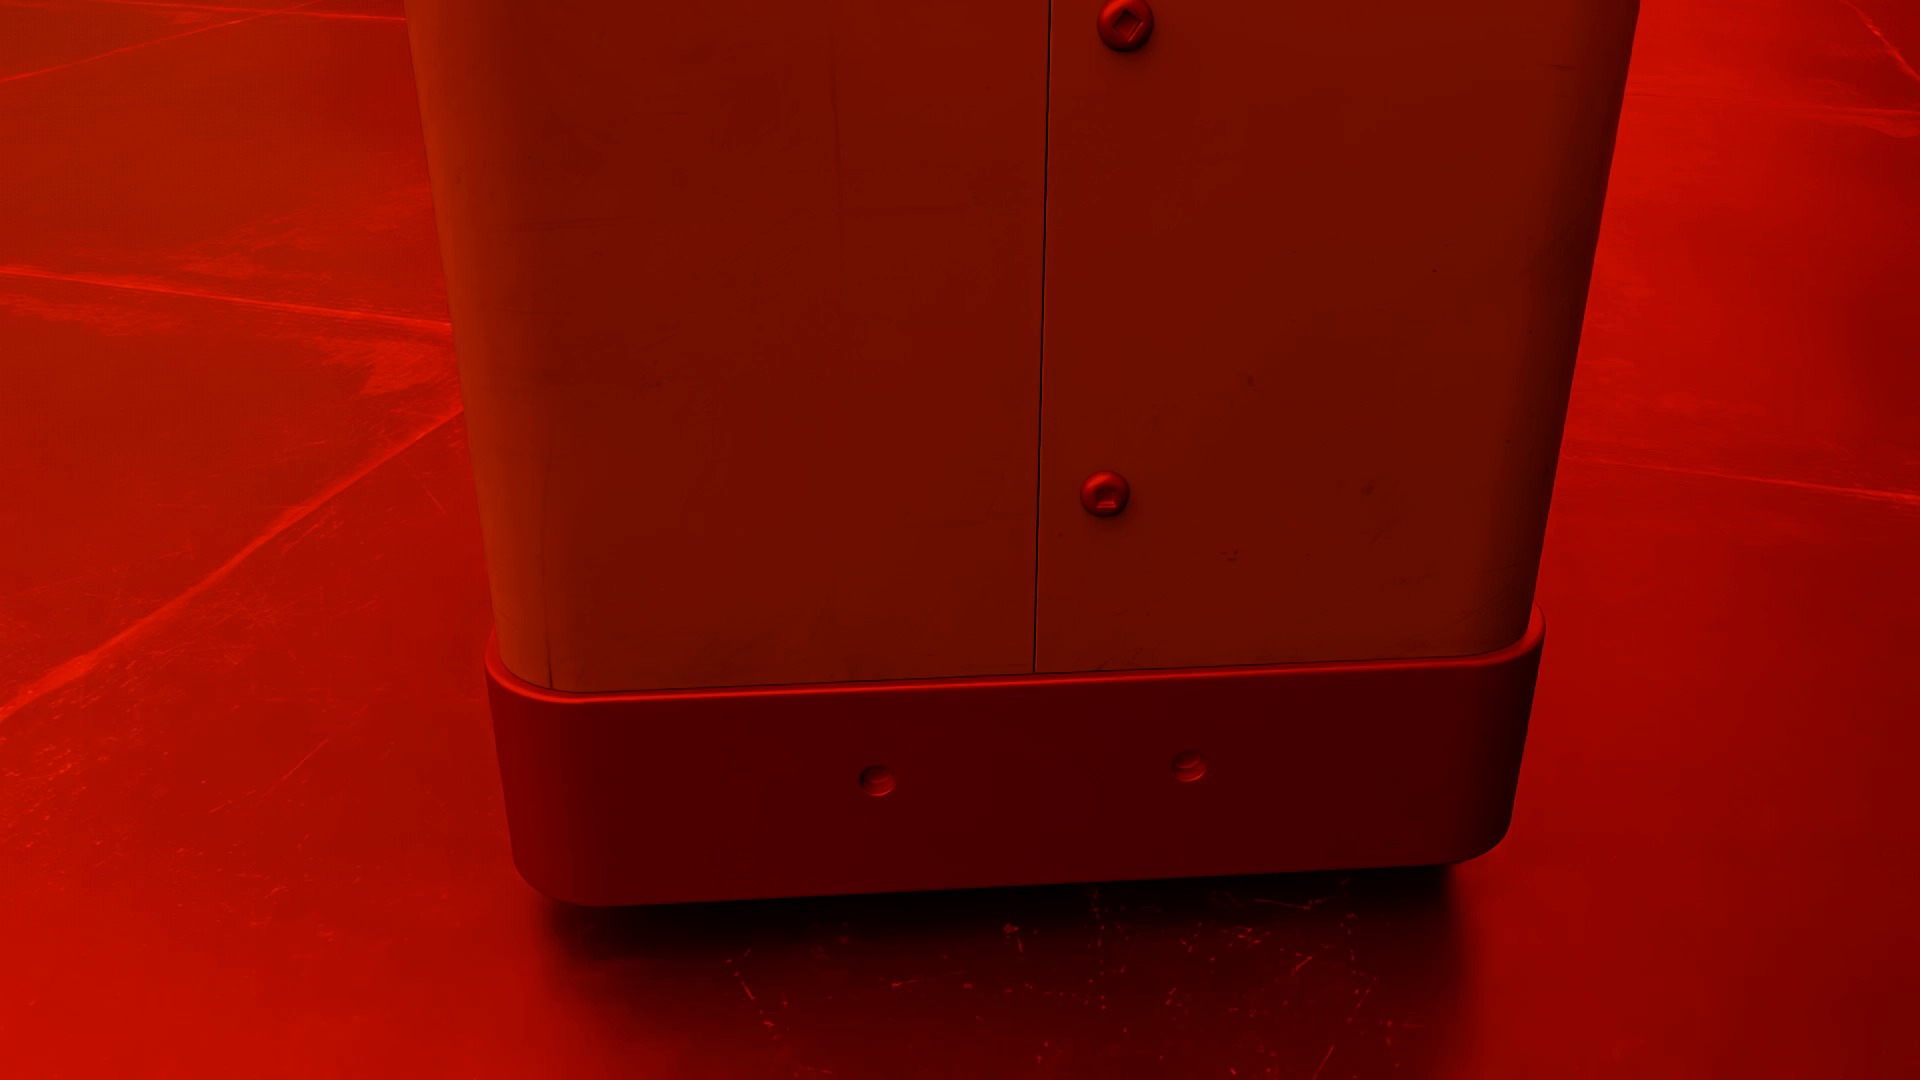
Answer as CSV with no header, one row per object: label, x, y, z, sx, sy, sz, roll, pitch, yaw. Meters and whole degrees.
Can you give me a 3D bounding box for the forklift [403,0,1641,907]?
forklift,-0.048,-1.581,2.374,1.130,2.935,3.031,-2,27,-4
